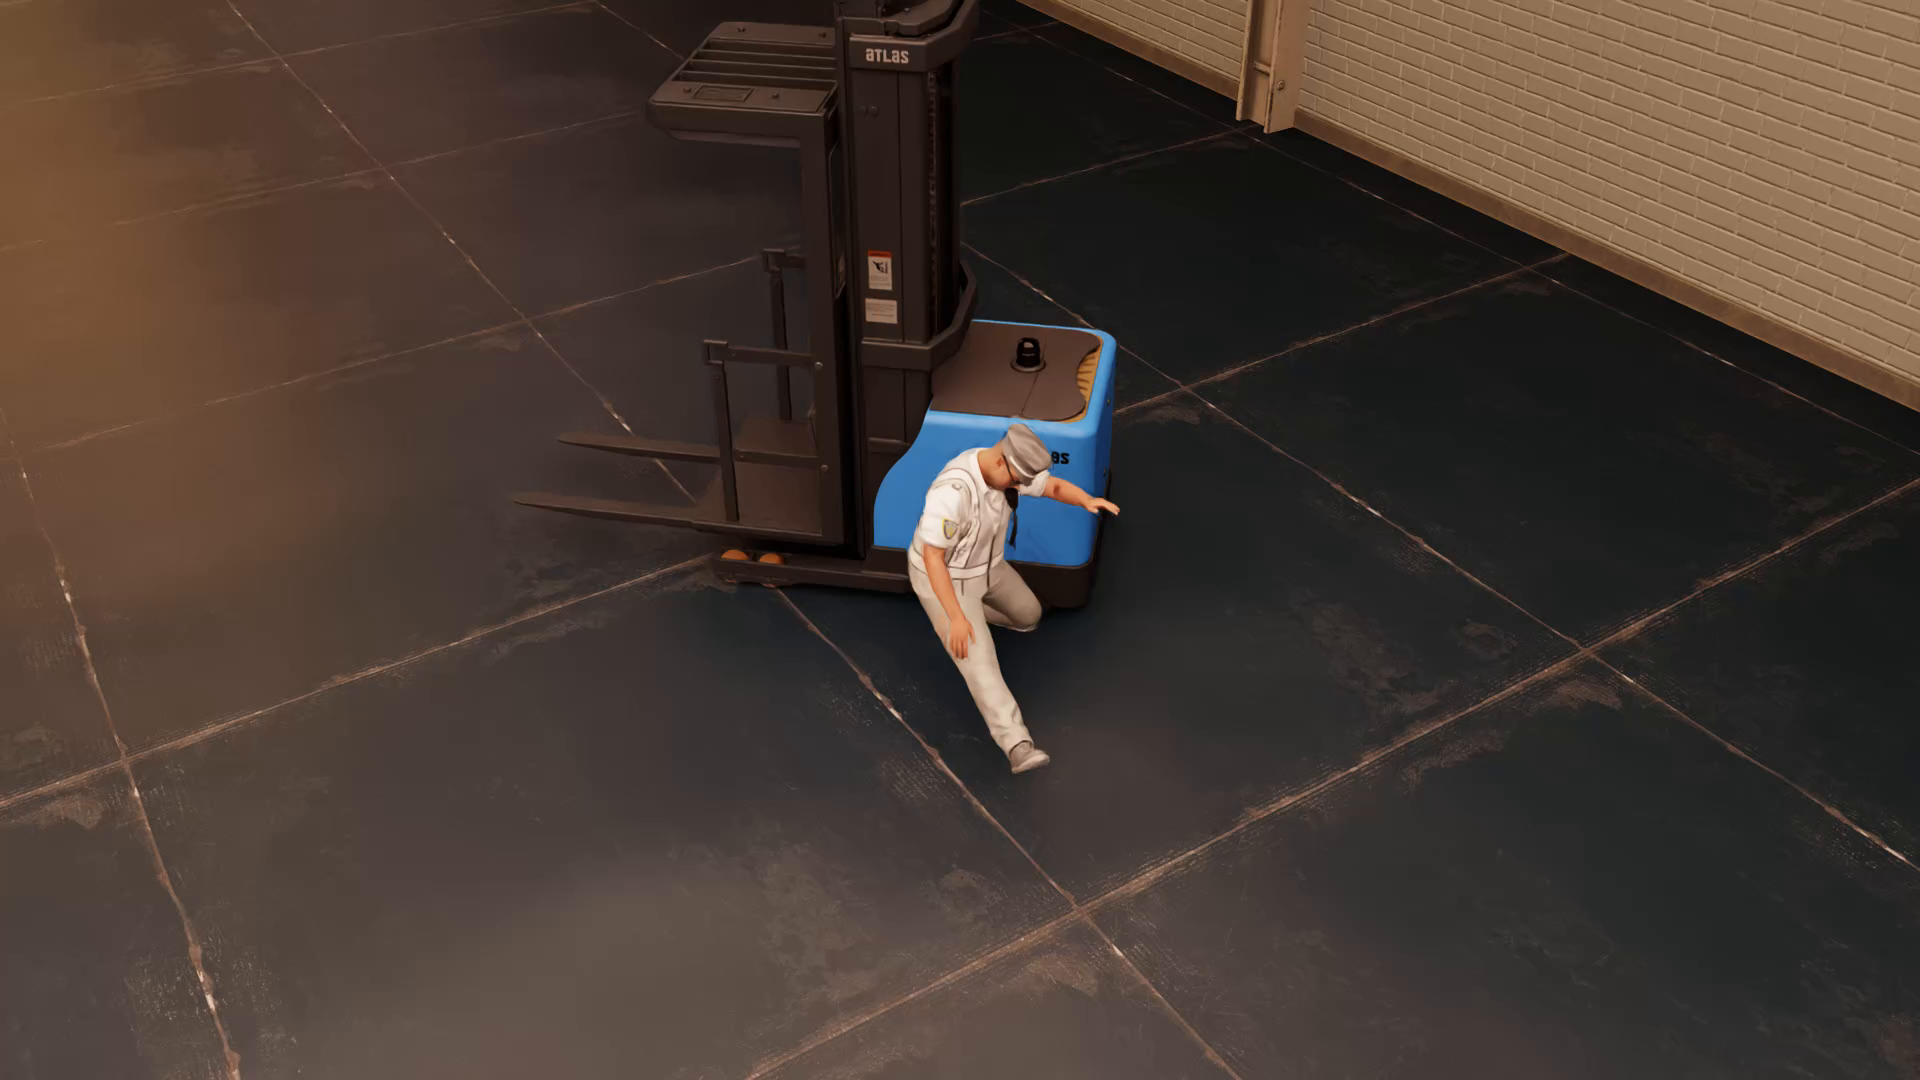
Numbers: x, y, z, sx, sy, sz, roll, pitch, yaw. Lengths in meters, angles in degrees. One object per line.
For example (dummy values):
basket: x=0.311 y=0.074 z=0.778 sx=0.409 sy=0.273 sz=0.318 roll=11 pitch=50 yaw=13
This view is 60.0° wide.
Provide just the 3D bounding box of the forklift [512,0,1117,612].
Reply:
forklift: x=-0.771 y=-1.254 z=7.932 sx=3.031 sy=2.935 sz=1.130 roll=6 pitch=36 yaw=9

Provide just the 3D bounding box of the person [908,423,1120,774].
person: x=0.242 y=0.193 z=7.215 sx=1.179 sy=1.478 sz=1.104 roll=28 pitch=44 yaw=33
